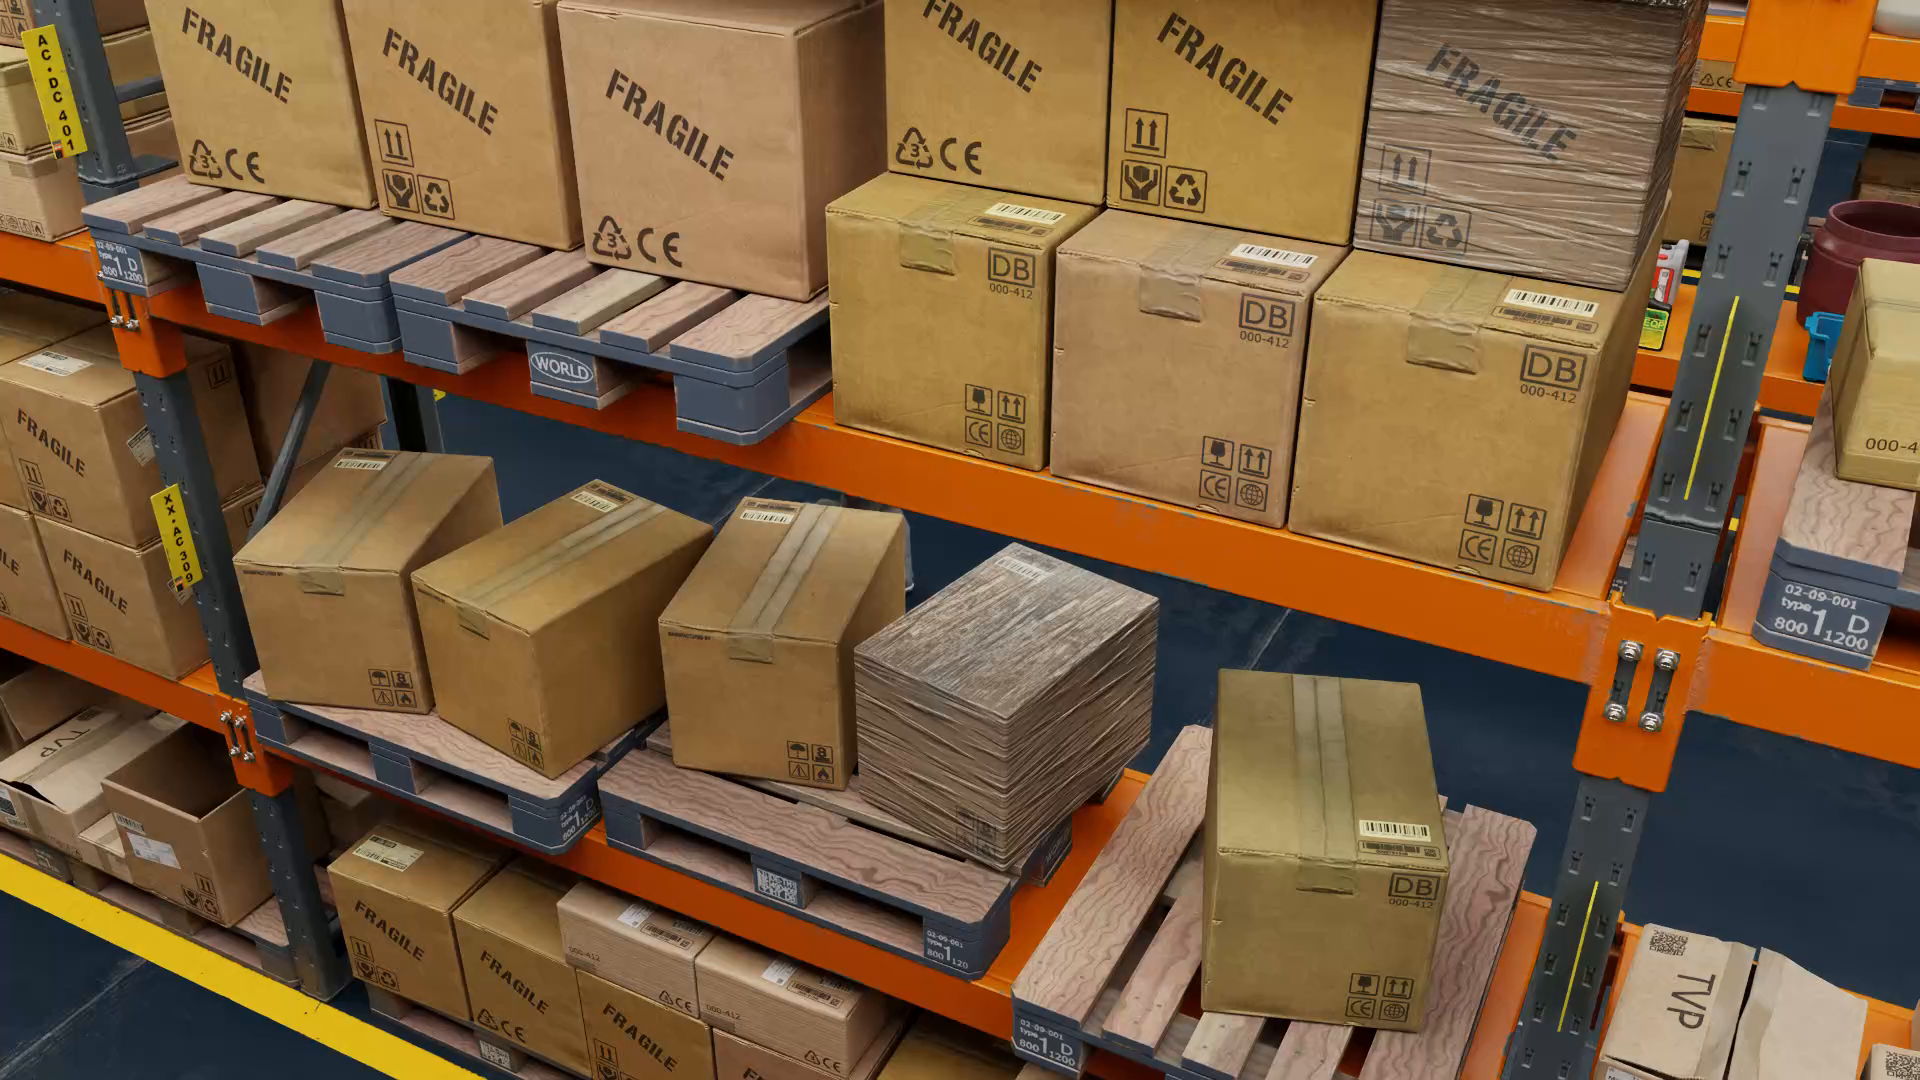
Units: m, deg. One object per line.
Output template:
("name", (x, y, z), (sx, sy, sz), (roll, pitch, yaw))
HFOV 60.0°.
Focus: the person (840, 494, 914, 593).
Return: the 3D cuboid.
("person", (-0.425, -0.414, 7.839), (0.428, 1.660, 0.530), (12, 32, 20))
